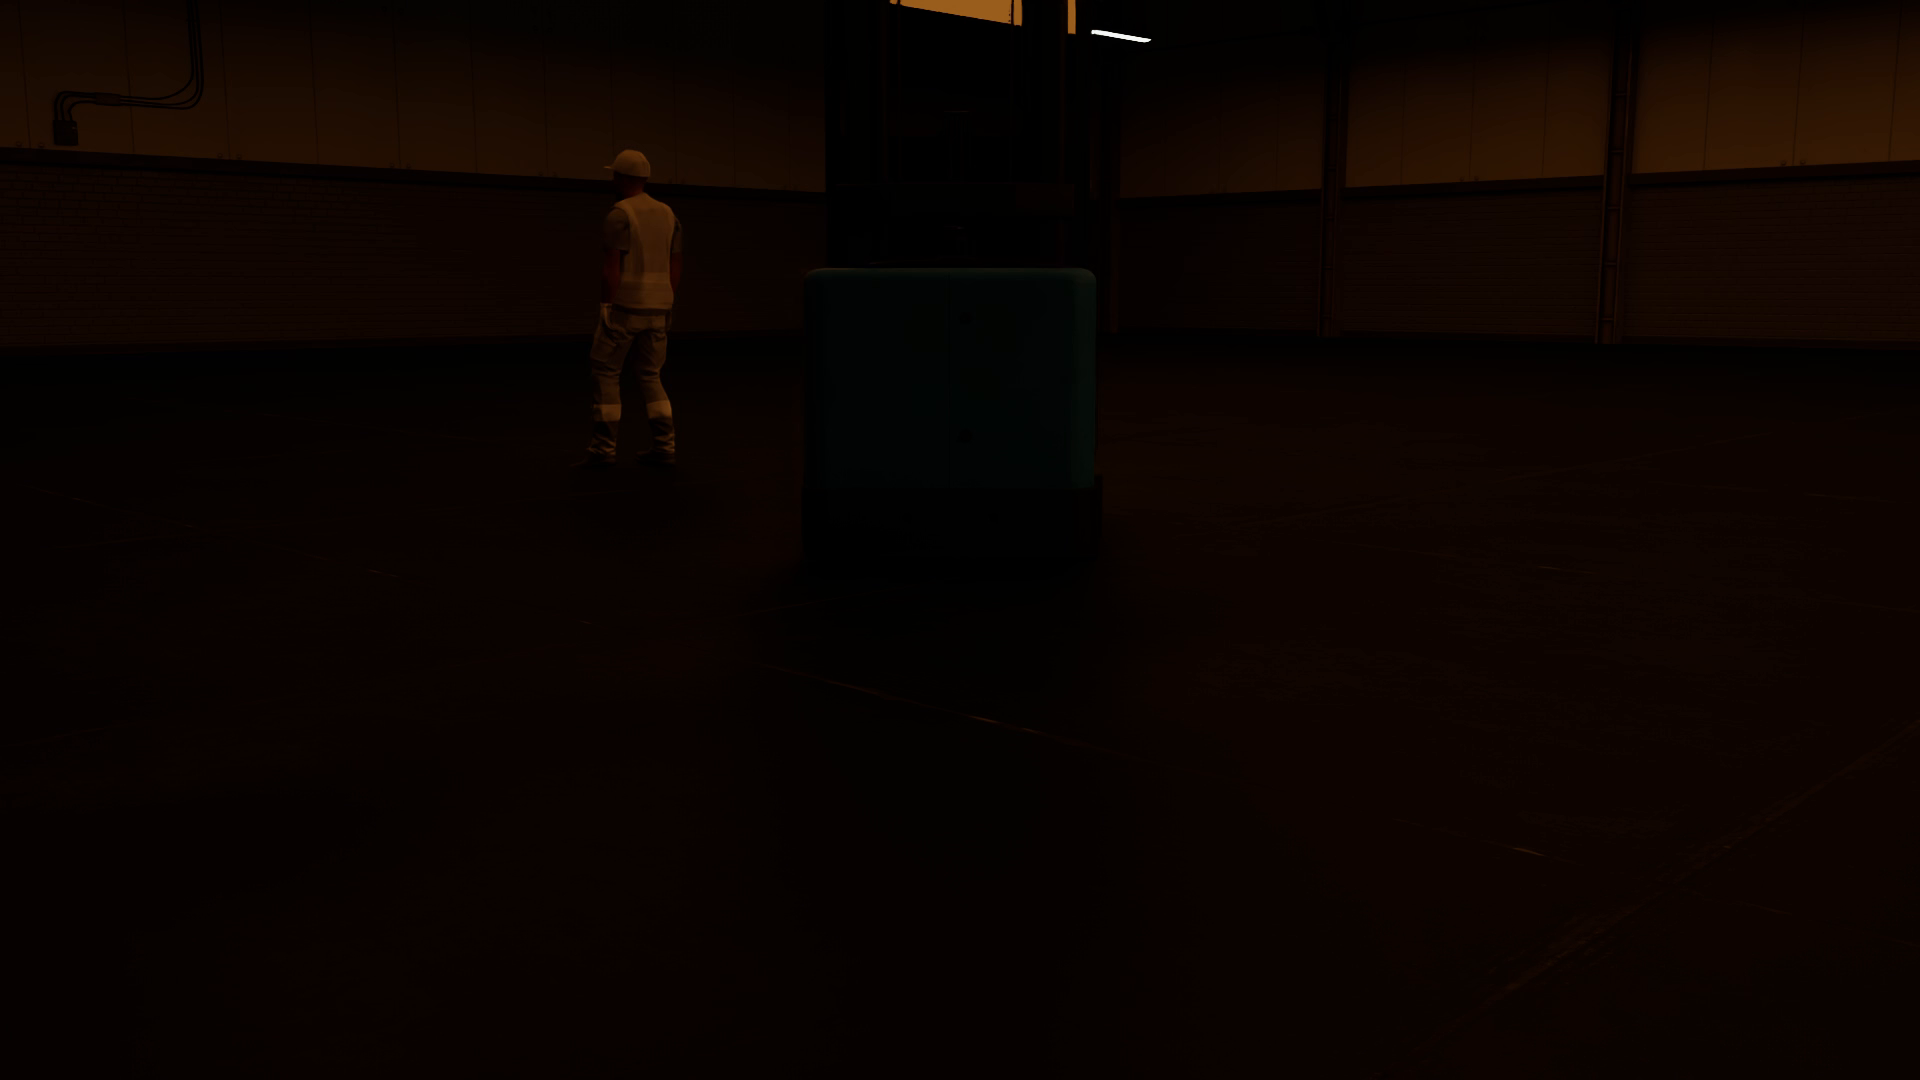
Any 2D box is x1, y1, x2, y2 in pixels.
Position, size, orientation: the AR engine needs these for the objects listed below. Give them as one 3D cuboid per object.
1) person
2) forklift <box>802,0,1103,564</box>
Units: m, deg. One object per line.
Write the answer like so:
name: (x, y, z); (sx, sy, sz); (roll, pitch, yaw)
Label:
person: (-1.901, -1.298, 9.505); (0.509, 1.816, 0.629); (6, 10, 35)
forklift: (-0.005, -1.542, 7.114); (1.130, 2.935, 3.031); (0, 9, 1)
